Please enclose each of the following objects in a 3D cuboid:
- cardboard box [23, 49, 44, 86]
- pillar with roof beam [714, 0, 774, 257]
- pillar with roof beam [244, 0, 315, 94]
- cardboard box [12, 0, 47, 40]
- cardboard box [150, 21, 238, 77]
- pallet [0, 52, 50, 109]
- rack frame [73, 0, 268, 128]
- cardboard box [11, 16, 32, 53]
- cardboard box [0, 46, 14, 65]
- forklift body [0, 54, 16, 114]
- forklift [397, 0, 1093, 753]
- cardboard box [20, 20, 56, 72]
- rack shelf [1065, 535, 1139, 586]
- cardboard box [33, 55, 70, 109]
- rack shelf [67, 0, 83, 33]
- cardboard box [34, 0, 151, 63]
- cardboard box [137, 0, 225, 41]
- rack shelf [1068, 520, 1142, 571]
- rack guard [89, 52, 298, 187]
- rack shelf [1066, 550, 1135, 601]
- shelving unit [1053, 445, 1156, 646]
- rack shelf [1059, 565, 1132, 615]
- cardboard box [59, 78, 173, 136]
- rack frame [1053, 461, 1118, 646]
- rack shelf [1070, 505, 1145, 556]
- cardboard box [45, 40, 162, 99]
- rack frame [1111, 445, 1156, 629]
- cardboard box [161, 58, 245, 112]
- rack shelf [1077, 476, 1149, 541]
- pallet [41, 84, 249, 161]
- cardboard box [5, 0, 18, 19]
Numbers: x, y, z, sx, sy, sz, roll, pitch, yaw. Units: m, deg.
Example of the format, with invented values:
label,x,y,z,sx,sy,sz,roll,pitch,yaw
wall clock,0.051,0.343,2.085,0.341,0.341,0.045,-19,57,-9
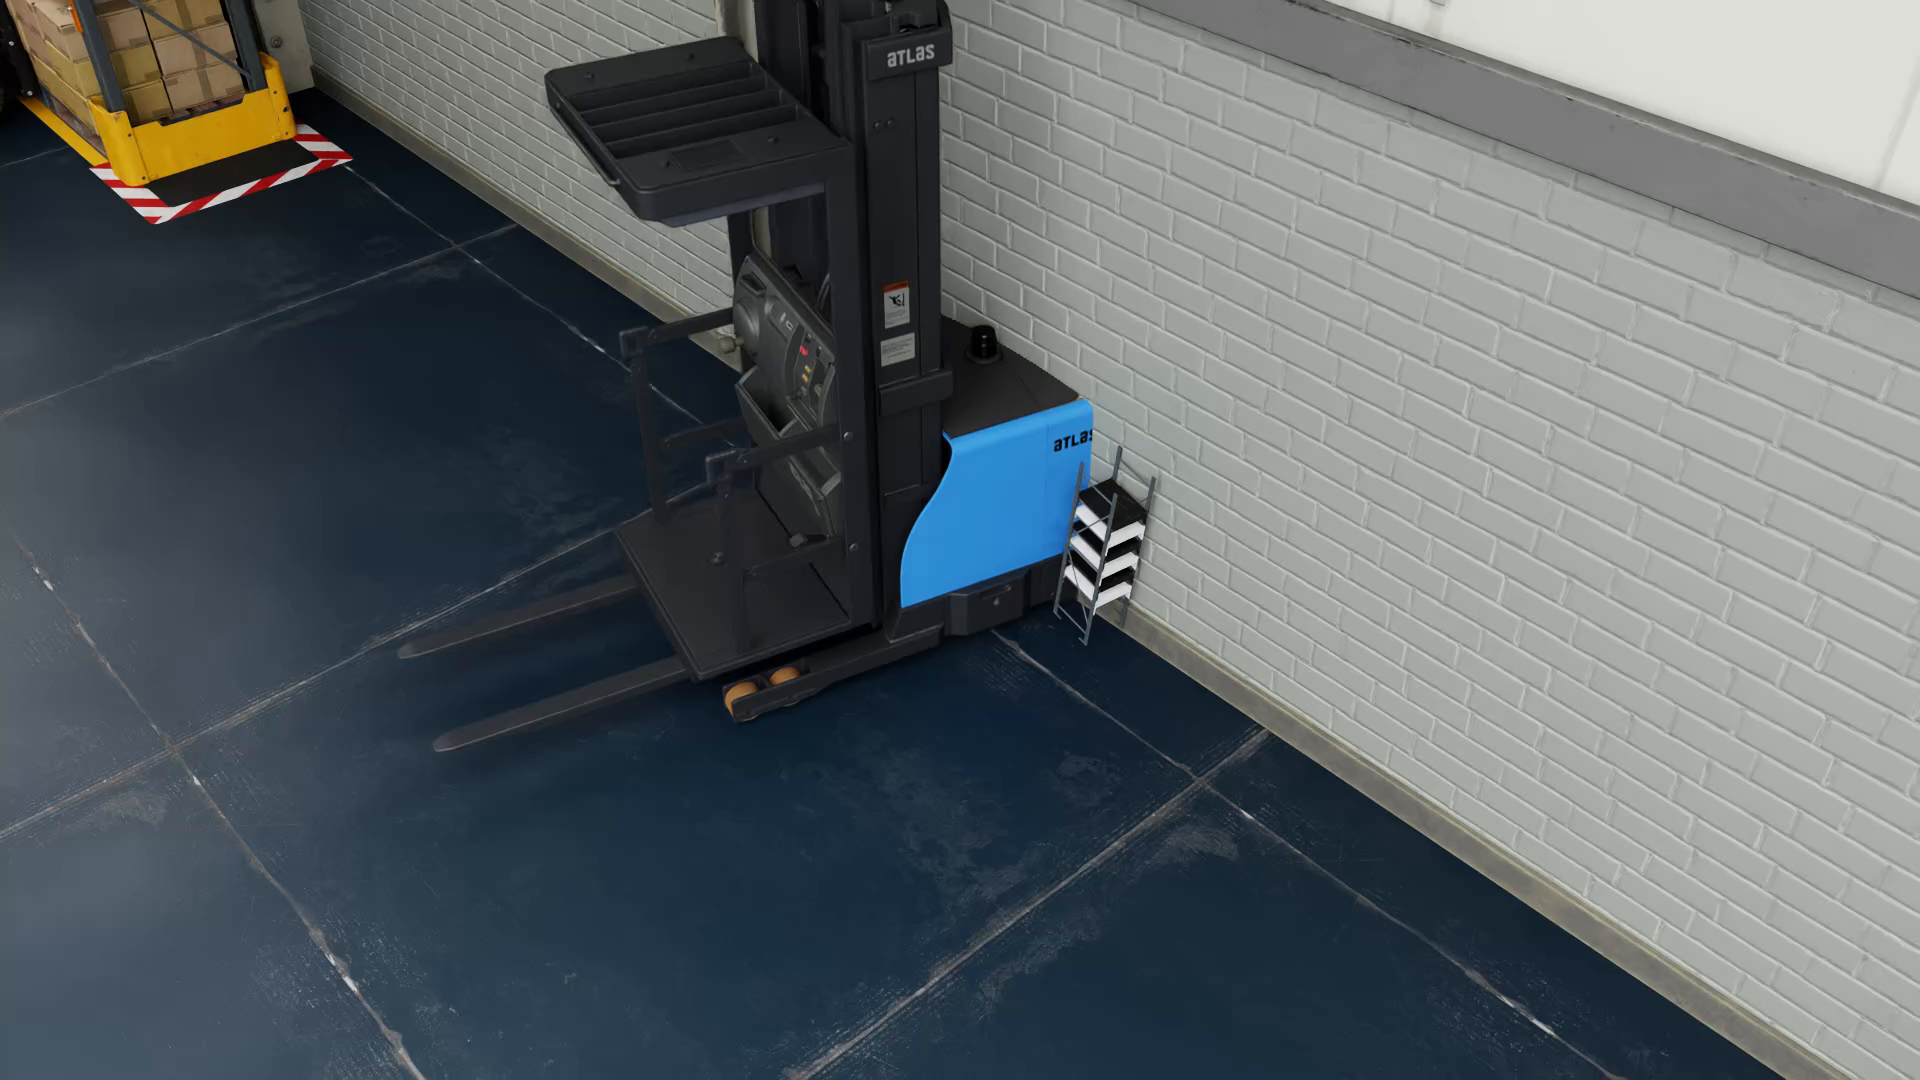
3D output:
label,x,y,z,sx,sy,sz,roll,pitch,yaw
cardboard box,-6.290,-3.431,11.673,0.500,0.250,0.500,-29,47,-31
pillar with roof beam,-3.998,-2.218,3.542,9.100,9.000,0.400,-30,48,-32
pillar with roof beam,-8.056,-4.995,6.980,9.100,9.000,0.400,-30,48,-32
cardboard box,-5.969,-3.582,11.064,0.500,0.250,0.500,-29,47,-31
cardboard box,-5.243,-3.379,11.211,0.500,0.250,0.500,-29,47,-31
pallet,-6.447,-3.601,12.248,1.003,0.211,1.213,-30,48,-32
rack frame,-5.078,-3.785,10.257,1.000,3.000,0.127,-30,48,-32
cardboard box,-6.333,-3.632,11.524,0.500,0.250,0.500,-31,48,-33
cardboard box,-6.657,-3.662,11.959,0.500,0.250,0.500,-28,47,-30
forklift body,-7.704,-3.557,10.650,2.313,2.155,1.214,-30,48,-32
forklift,-0.886,-0.758,6.563,3.031,2.935,1.130,-18,42,-21
cardboard box,-5.969,-3.402,11.239,0.500,0.250,0.500,-30,48,-32
rack shelf,0.607,0.060,7.155,0.200,0.077,0.258,-23,51,-28
cardboard box,-5.958,-3.196,11.382,0.500,0.250,0.500,-30,48,-32
rack shelf,-6.431,-4.431,11.629,1.077,0.370,4.000,-30,48,-32
cardboard box,-5.619,-3.348,10.775,0.500,0.250,0.500,-28,47,-30
cardboard box,-5.264,-3.571,11.050,0.500,0.250,0.500,-31,48,-32
rack shelf,0.615,-0.004,7.093,0.200,0.077,0.258,-23,51,-28
rack guard,-5.062,-2.801,11.029,1.175,0.500,0.348,-30,48,-32
rack shelf,0.600,0.125,7.217,0.200,0.077,0.258,-23,51,-28
shelving unit,0.610,0.036,7.132,0.210,0.900,0.258,-23,51,-28
rack shelf,0.592,0.189,7.280,0.200,0.077,0.258,-23,51,-28
cardboard box,-5.629,-2.962,11.092,0.500,0.250,0.500,-30,47,-31
rack frame,0.528,0.072,7.085,0.006,0.900,0.240,-23,51,-28
rack shelf,0.623,-0.069,7.030,0.200,0.077,0.258,-23,51,-28
cardboard box,-5.638,-3.166,10.946,0.500,0.250,0.500,-31,48,-32
rack frame,0.693,0.001,7.179,0.006,0.900,0.240,-23,51,-28
cardboard box,-5.266,-3.189,11.373,0.500,0.250,0.500,-30,48,-32
rack shelf,0.630,-0.133,6.968,0.200,0.077,0.258,-23,51,-28
pallet,-5.626,-3.036,11.549,1.003,0.211,1.213,-30,48,-32
cardboard box,-6.318,-3.811,11.348,0.500,0.250,0.500,-29,47,-31
